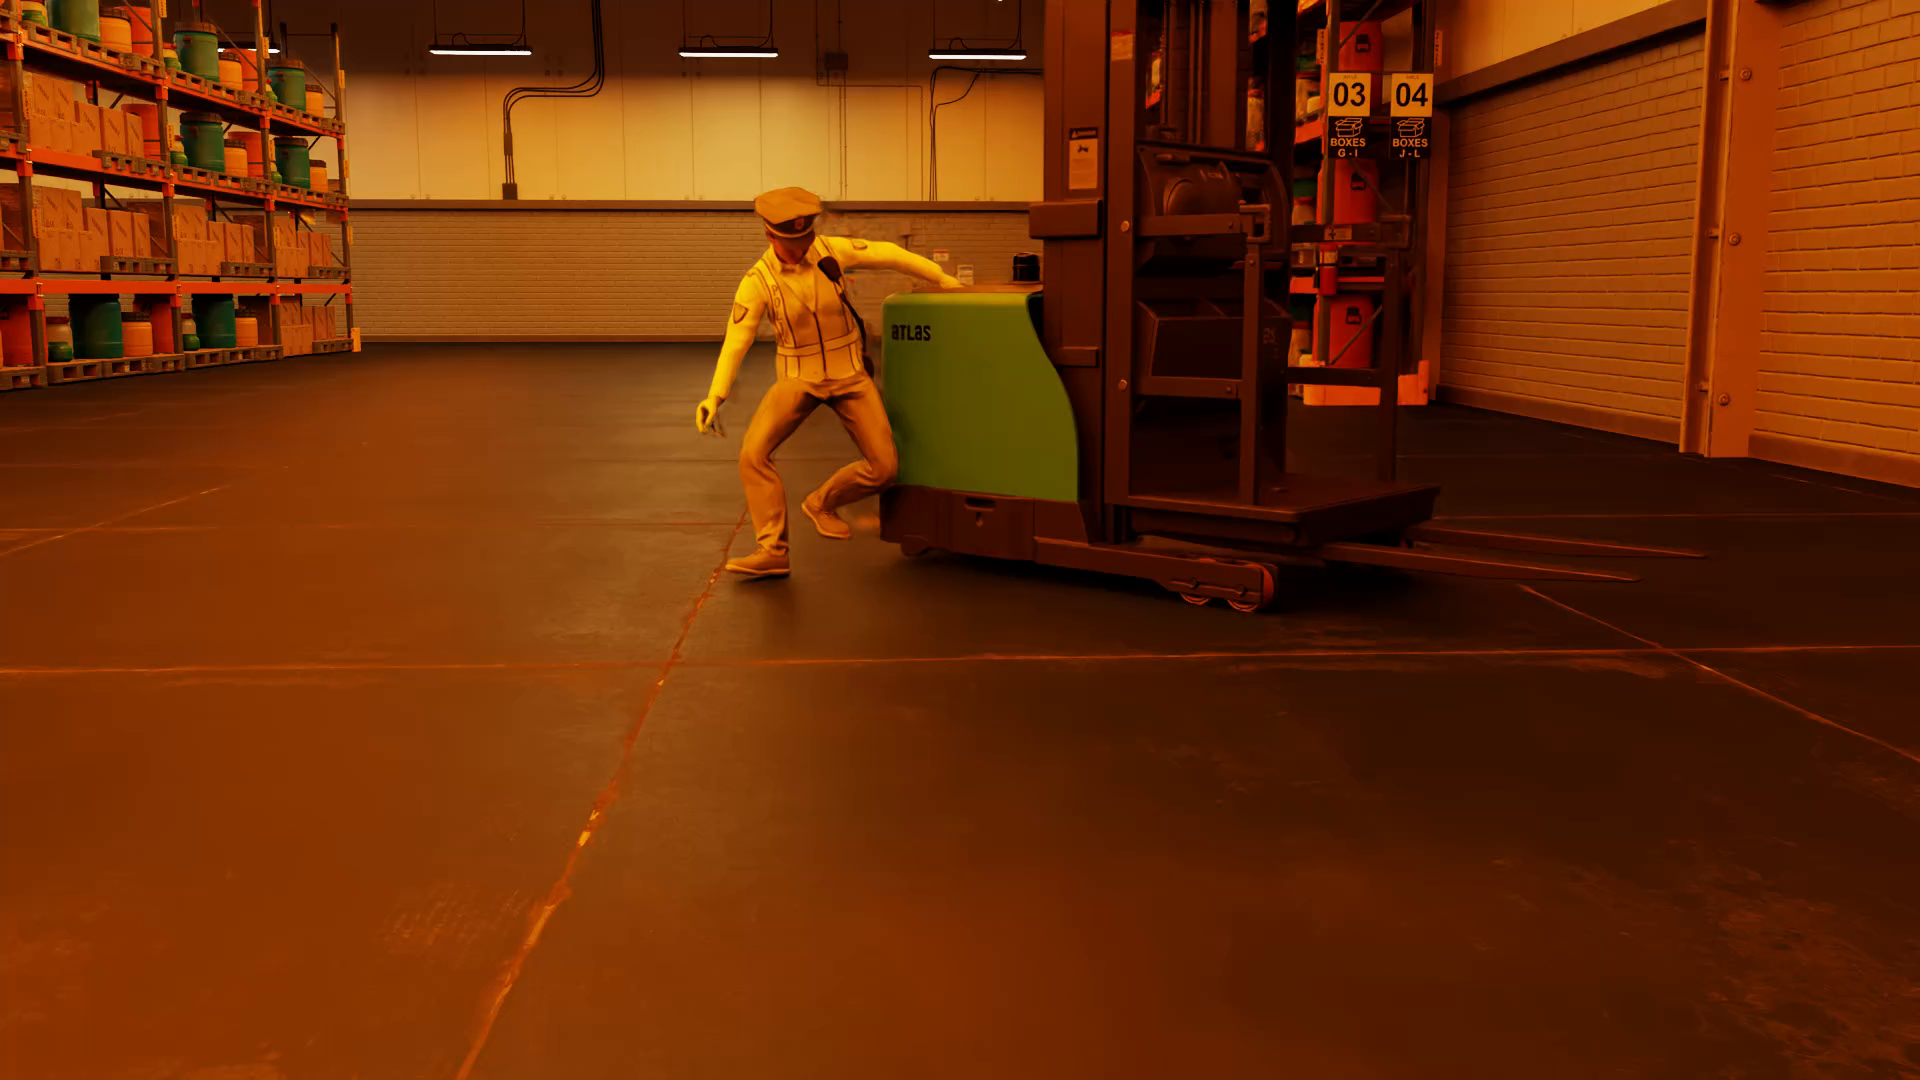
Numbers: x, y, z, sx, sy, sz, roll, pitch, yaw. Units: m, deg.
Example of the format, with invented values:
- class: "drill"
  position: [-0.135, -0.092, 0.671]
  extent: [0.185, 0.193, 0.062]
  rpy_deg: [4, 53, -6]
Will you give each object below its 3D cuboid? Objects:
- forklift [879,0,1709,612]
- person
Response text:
- class: "forklift"
  position: [1.108, -1.291, 6.027]
  extent: [3.031, 2.935, 1.130]
  rpy_deg: [7, 11, 41]
- class: "person"
  position: [-0.486, -0.627, 6.511]
  extent: [1.092, 1.468, 0.692]
  rpy_deg: [-2, 9, -10]
